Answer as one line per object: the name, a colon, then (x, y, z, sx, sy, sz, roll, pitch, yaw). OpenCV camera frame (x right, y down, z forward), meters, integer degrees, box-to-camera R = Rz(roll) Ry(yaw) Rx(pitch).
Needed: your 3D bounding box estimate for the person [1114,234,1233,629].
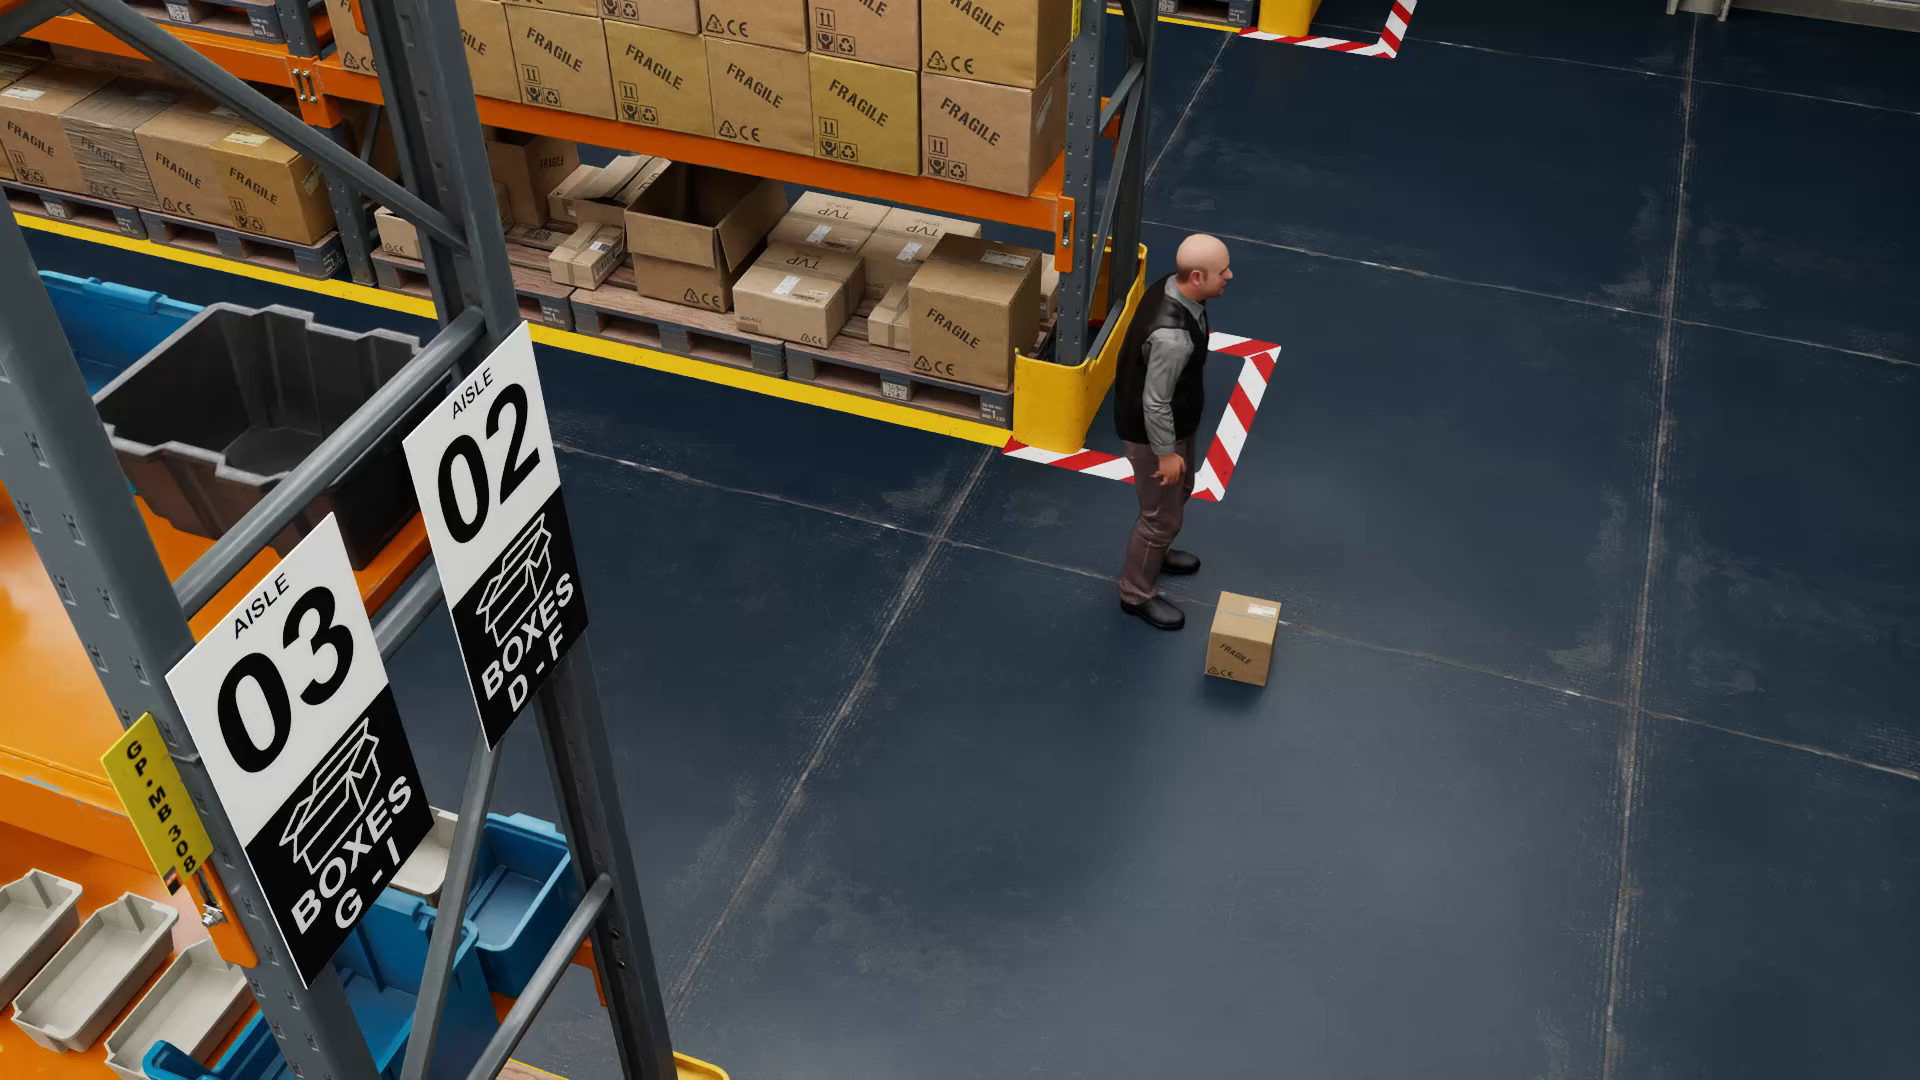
person: (0.823, -0.471, 6.714, 0.418, 1.721, 0.595, 10, 42, 11)
